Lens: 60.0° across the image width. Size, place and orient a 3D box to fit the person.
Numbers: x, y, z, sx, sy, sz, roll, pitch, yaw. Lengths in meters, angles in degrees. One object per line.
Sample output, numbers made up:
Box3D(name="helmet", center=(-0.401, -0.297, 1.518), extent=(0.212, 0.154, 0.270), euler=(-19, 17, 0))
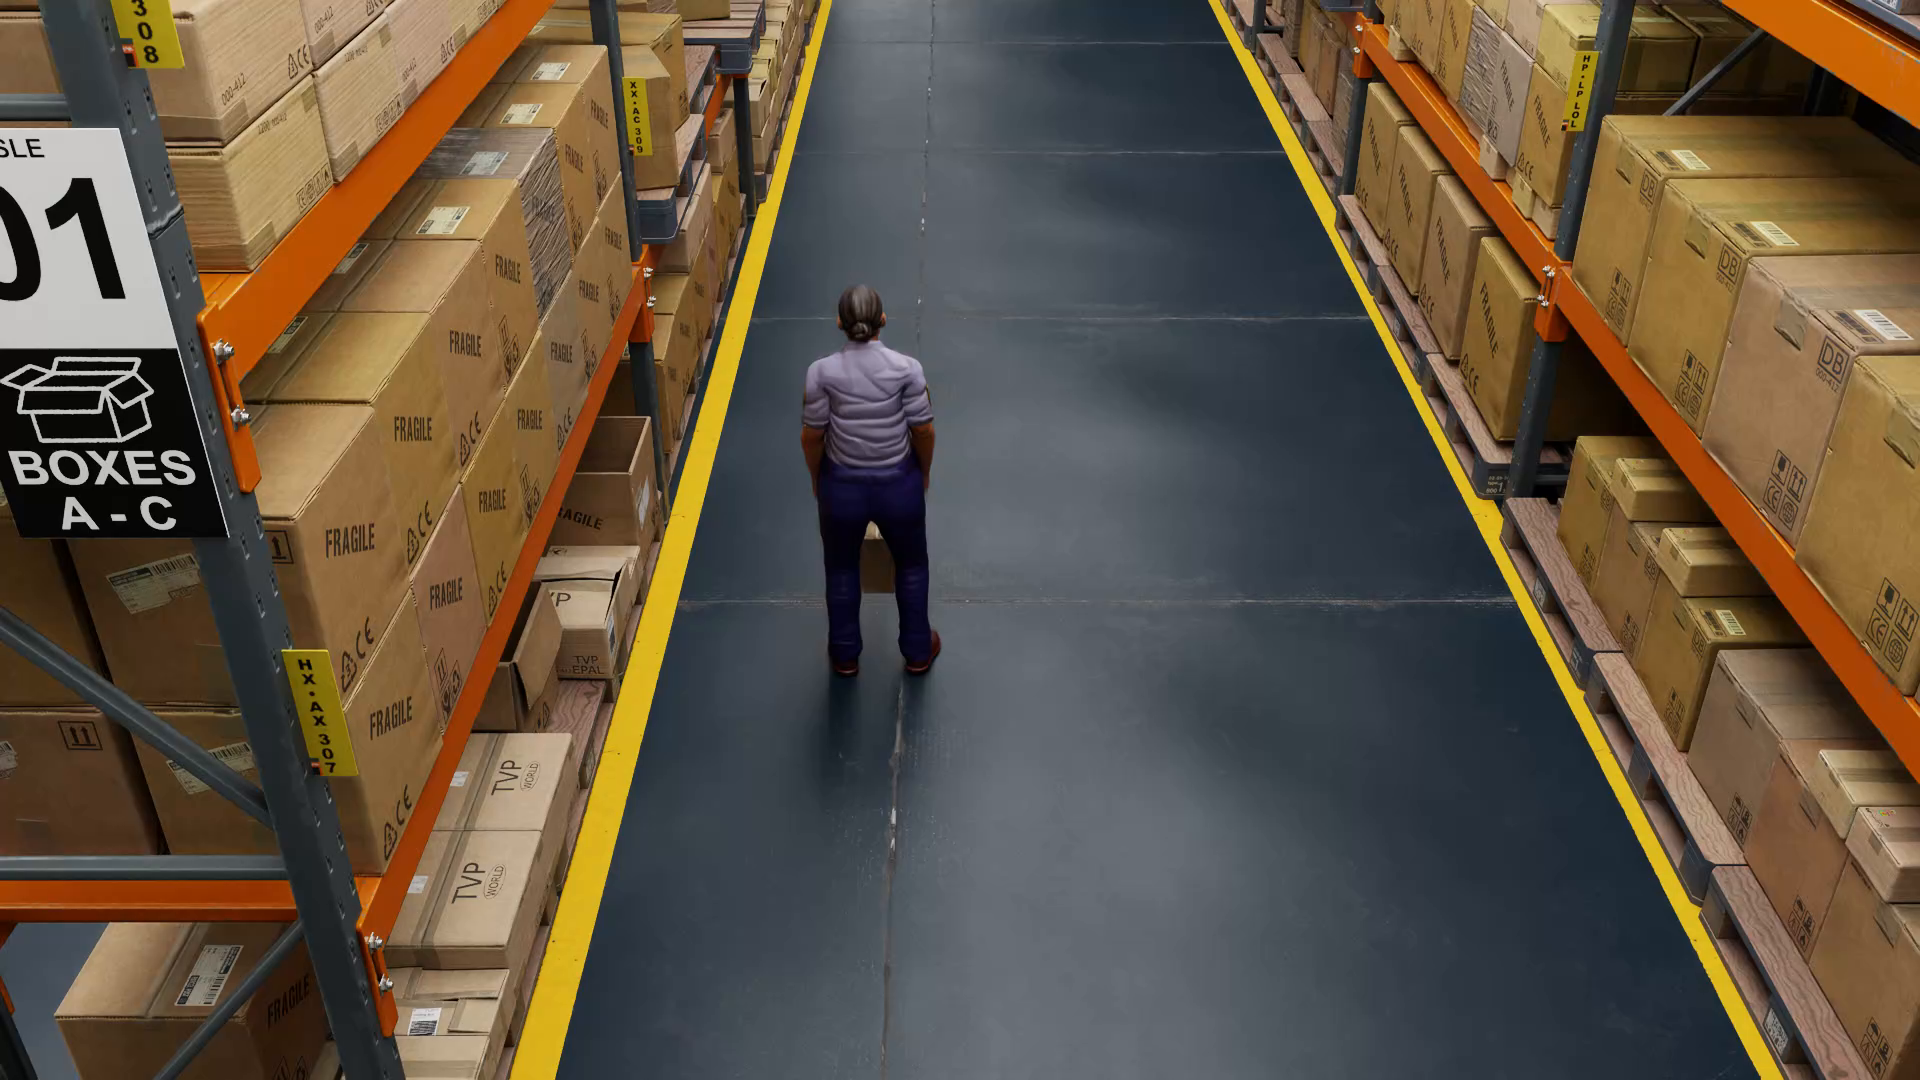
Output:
Box3D(name="person", center=(-0.340, -0.200, 6.464), extent=(0.530, 1.654, 0.368), euler=(-1, 32, -2))
